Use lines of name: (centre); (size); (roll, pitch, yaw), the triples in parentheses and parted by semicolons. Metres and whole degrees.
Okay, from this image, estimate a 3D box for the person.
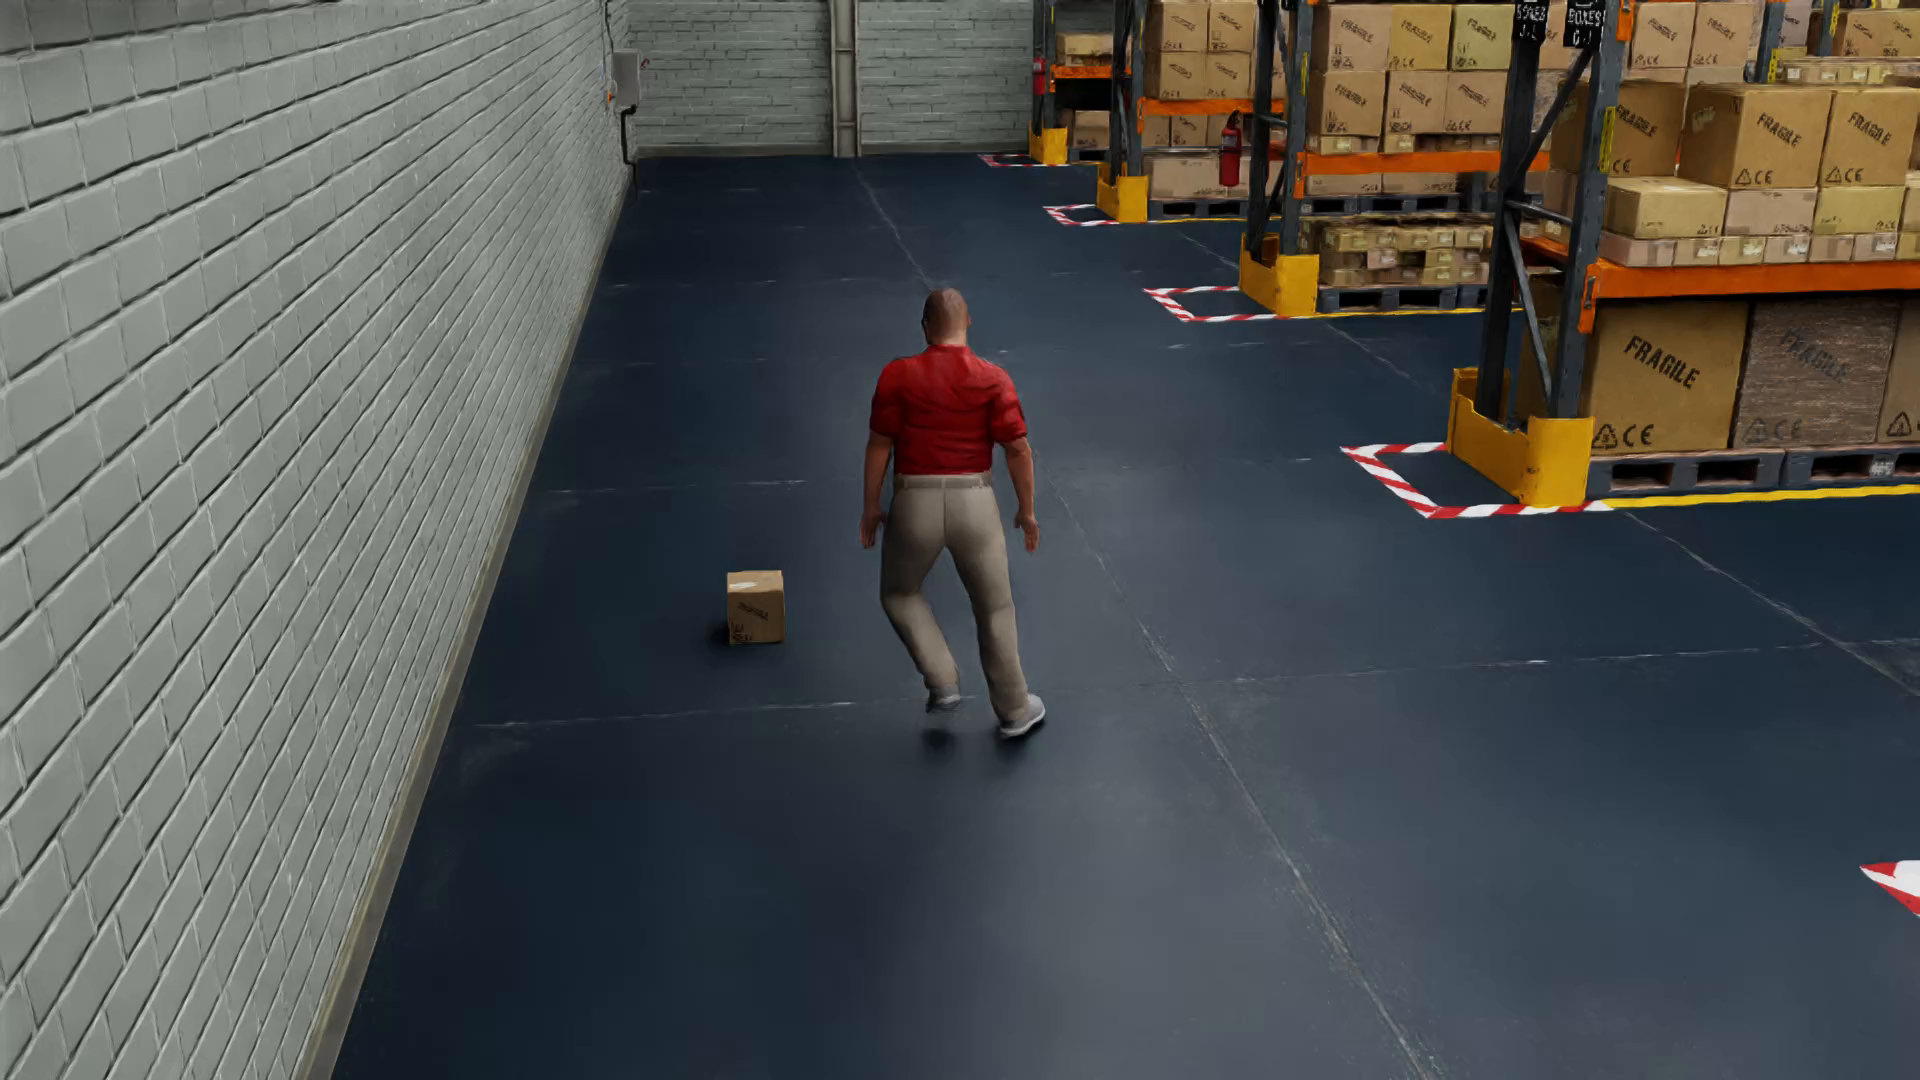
person: (-0.024, -0.092, 6.301); (0.726, 1.711, 0.412); (-1, 20, -2)
